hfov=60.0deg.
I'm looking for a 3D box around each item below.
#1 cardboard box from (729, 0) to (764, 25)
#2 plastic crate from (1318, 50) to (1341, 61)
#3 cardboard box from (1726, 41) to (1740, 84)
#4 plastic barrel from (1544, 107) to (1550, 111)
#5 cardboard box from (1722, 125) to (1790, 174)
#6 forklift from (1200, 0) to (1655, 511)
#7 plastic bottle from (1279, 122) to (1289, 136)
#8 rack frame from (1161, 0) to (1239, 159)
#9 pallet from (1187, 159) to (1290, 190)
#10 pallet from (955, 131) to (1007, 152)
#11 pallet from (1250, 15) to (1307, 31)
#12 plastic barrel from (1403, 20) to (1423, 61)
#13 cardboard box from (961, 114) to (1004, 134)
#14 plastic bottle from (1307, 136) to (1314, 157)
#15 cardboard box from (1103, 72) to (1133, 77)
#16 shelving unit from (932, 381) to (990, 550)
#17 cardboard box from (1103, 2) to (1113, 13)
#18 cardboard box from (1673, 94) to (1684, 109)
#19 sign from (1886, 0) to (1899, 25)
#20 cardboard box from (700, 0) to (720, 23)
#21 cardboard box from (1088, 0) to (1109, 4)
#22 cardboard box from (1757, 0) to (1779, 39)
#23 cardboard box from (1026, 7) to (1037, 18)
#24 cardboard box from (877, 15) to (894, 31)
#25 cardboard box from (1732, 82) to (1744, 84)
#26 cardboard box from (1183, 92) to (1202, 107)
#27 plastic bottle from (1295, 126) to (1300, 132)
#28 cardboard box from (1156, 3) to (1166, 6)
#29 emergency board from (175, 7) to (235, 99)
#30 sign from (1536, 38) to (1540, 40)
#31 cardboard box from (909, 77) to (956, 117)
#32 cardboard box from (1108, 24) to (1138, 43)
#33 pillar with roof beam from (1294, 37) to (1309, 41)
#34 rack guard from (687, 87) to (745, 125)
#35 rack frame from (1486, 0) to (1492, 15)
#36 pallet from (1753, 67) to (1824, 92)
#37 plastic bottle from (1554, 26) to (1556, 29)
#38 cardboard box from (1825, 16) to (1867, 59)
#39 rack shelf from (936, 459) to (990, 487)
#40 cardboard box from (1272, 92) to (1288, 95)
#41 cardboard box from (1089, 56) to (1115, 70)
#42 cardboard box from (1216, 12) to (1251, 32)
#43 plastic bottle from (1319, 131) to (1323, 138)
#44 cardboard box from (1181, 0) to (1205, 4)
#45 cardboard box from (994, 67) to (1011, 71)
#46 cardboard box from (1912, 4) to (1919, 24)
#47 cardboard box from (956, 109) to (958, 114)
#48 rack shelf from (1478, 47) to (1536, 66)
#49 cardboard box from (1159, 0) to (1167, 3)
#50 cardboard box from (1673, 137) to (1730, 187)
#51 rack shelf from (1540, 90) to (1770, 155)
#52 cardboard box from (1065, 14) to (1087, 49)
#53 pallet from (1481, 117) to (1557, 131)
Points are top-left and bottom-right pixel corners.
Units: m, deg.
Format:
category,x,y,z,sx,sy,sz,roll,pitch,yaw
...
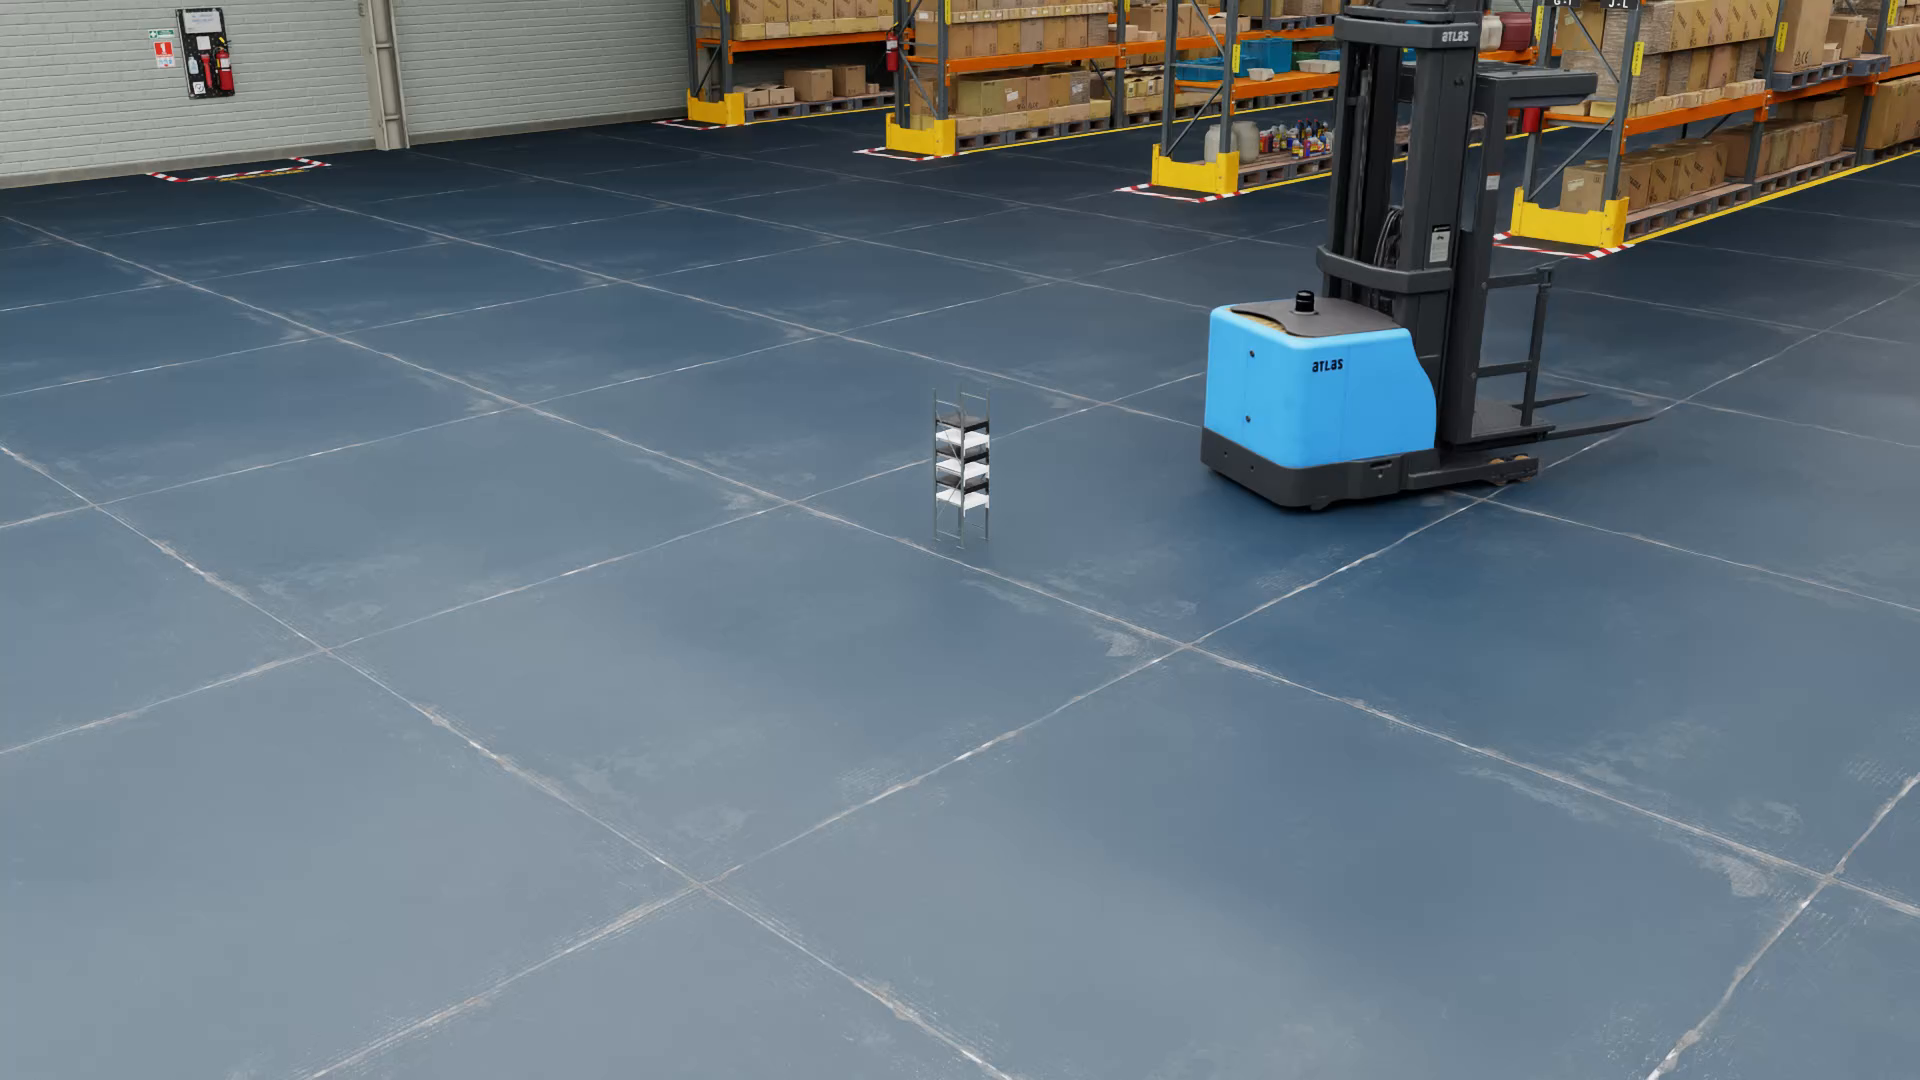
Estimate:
category,x,y,z,sx,sy,sz,roll,pitch,yaw
cardboard box,-3.570,-8.706,27.181,0.500,0.500,0.500,19,28,41
plastic crate,5.193,-6.496,22.503,0.499,0.251,0.616,19,28,41
cardboard box,8.587,-5.644,19.524,0.875,0.500,0.500,19,28,41
plastic barrel,9.678,-7.437,27.519,0.600,0.588,0.708,19,28,41
cardboard box,10.109,-4.987,21.240,0.700,0.500,0.500,19,28,40
forklift,3.110,-1.873,10.362,3.031,2.935,1.130,-9,23,-22
plastic bottle,4.482,-5.626,23.109,0.144,0.351,0.185,19,28,40
rack frame,2.980,-5.890,20.718,1.000,3.000,0.127,19,28,41
pallet,3.570,-4.827,21.839,1.003,0.211,1.213,19,28,41
pallet,-0.063,-6.036,24.985,1.003,0.211,1.213,19,28,41
pallet,5.437,-9.289,29.829,1.213,0.211,1.003,19,28,41
plastic barrel,6.257,-7.176,23.364,0.600,0.901,0.708,19,28,41
cardboard box,0.313,-6.255,24.914,0.500,0.250,0.500,19,28,41
plastic bottle,4.707,-5.298,22.367,0.097,0.271,0.097,0,21,0
cardboard box,2.660,-7.644,27.748,0.500,0.311,0.500,-19,28,-41
shelving unit,0.006,-0.422,9.419,0.258,0.900,0.210,19,28,41
cardboard box,2.188,-8.385,26.165,0.380,0.149,0.250,19,28,41
cardboard box,7.766,-4.870,18.413,0.380,0.149,0.250,19,28,41
sign,12.505,-7.077,22.302,0.100,0.325,0.005,19,28,41
cardboard box,-3.942,-8.833,27.511,0.500,0.500,0.500,19,28,40
cardboard box,1.919,-8.695,26.069,0.700,0.500,0.500,19,28,41
cardboard box,9.202,-6.146,19.437,0.500,0.500,0.500,19,28,41
cardboard box,0.935,-7.922,24.961,0.380,0.149,0.250,20,28,41
cardboard box,-1.441,-9.139,29.353,0.500,0.250,0.500,19,28,41
cardboard box,8.981,-5.321,19.588,0.380,0.149,0.250,19,28,41
cardboard box,3.755,-7.509,28.176,0.500,0.250,0.500,-20,28,-41
plastic bottle,4.703,-5.651,23.285,0.097,0.271,0.097,0,21,0
cardboard box,4.061,-11.118,34.641,0.250,0.149,0.380,-20,28,-41
emergency board,-10.186,-6.598,22.560,0.194,1.169,0.643,19,28,41
sign,8.960,-7.887,25.685,0.100,0.325,0.005,19,28,41
cardboard box,-0.405,-6.606,24.781,0.500,0.500,0.500,19,28,41
cardboard box,2.536,-8.226,27.005,0.500,0.250,0.500,-18,27,-39
pillar with roof beam,11.392,-15.116,36.359,9.100,9.000,0.400,19,28,41
rack guard,-4.065,-7.222,27.668,1.175,0.500,0.348,19,28,41
rack frame,10.595,-11.244,34.646,1.000,3.000,0.127,19,28,41
pallet,9.957,-5.749,20.618,1.003,0.211,1.213,19,28,41
plastic bottle,9.474,-8.074,26.579,0.097,0.271,0.097,0,21,0
cardboard box,11.444,-6.632,21.924,0.500,0.500,0.700,-15,26,-34
rack shelf,0.006,-0.391,9.431,0.258,0.077,0.200,19,28,41
cardboard box,5.537,-8.271,29.784,0.500,0.500,0.500,-19,28,-40
cardboard box,2.685,-9.998,33.817,0.750,0.750,0.750,19,28,40
cardboard box,4.730,-9.063,29.097,0.500,0.311,0.500,-18,27,-39
plastic bottle,4.976,-5.471,22.801,0.061,0.283,0.133,19,28,41
cardboard box,4.643,-11.730,35.492,0.700,0.700,0.980,-20,28,-41
cardboard box,0.555,-9.163,32.104,0.700,0.500,0.500,19,28,41
cardboard box,13.551,-7.746,24.010,0.637,0.503,0.797,-19,28,-40
cardboard box,-0.064,-6.387,25.257,0.500,0.250,0.500,19,28,41
rack shelf,7.166,-7.096,24.859,1.077,0.370,4.000,19,28,41
cardboard box,4.112,-11.467,34.646,0.500,0.500,0.500,19,28,40
cardboard box,9.012,-4.615,20.299,0.500,0.500,0.500,18,28,39
rack shelf,7.924,-4.829,18.959,1.077,0.370,4.000,19,28,41
cardboard box,1.556,-7.953,25.945,0.700,0.500,0.500,19,28,40
pallet,9.081,-6.858,27.123,1.003,0.211,1.213,19,28,41
